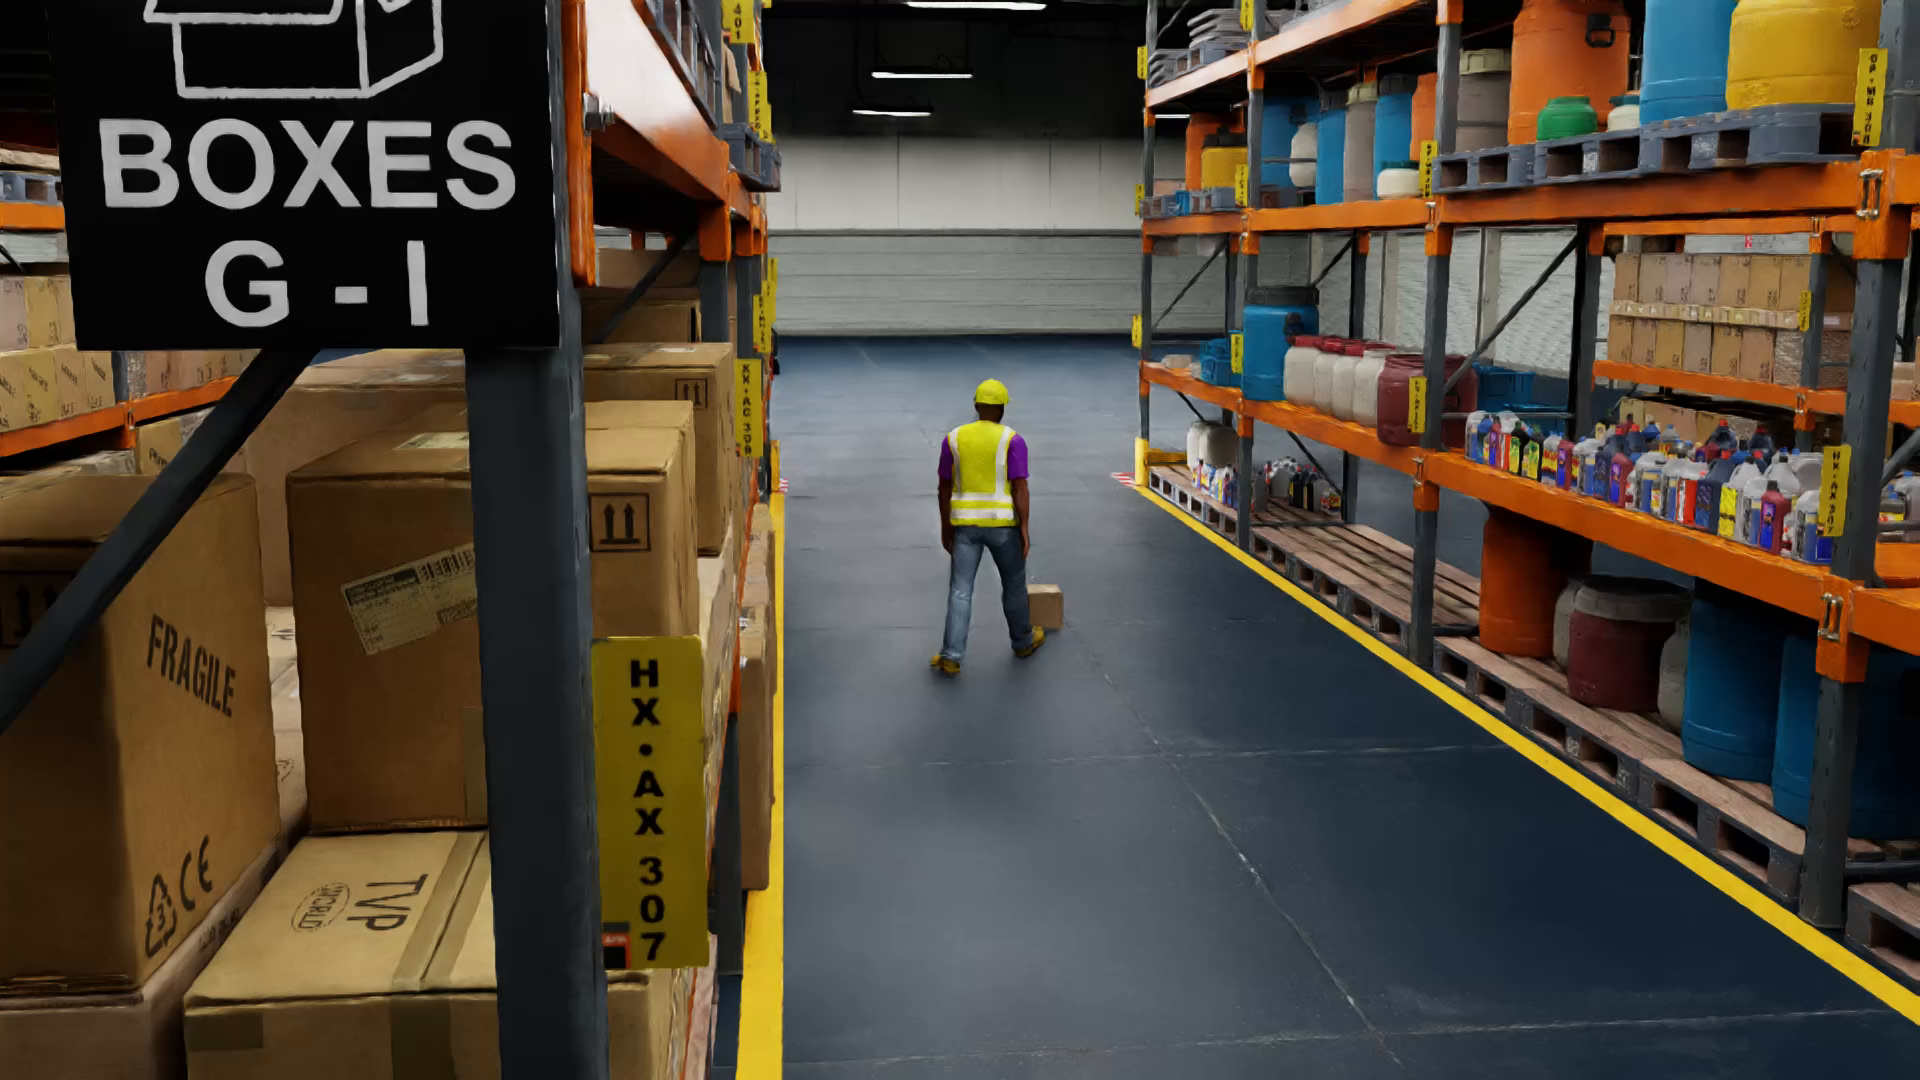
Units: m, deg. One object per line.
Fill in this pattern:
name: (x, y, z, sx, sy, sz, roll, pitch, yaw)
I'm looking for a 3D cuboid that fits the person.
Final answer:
person: (0.162, -0.100, 10.019, 0.617, 1.727, 0.963, 3, 10, 17)
